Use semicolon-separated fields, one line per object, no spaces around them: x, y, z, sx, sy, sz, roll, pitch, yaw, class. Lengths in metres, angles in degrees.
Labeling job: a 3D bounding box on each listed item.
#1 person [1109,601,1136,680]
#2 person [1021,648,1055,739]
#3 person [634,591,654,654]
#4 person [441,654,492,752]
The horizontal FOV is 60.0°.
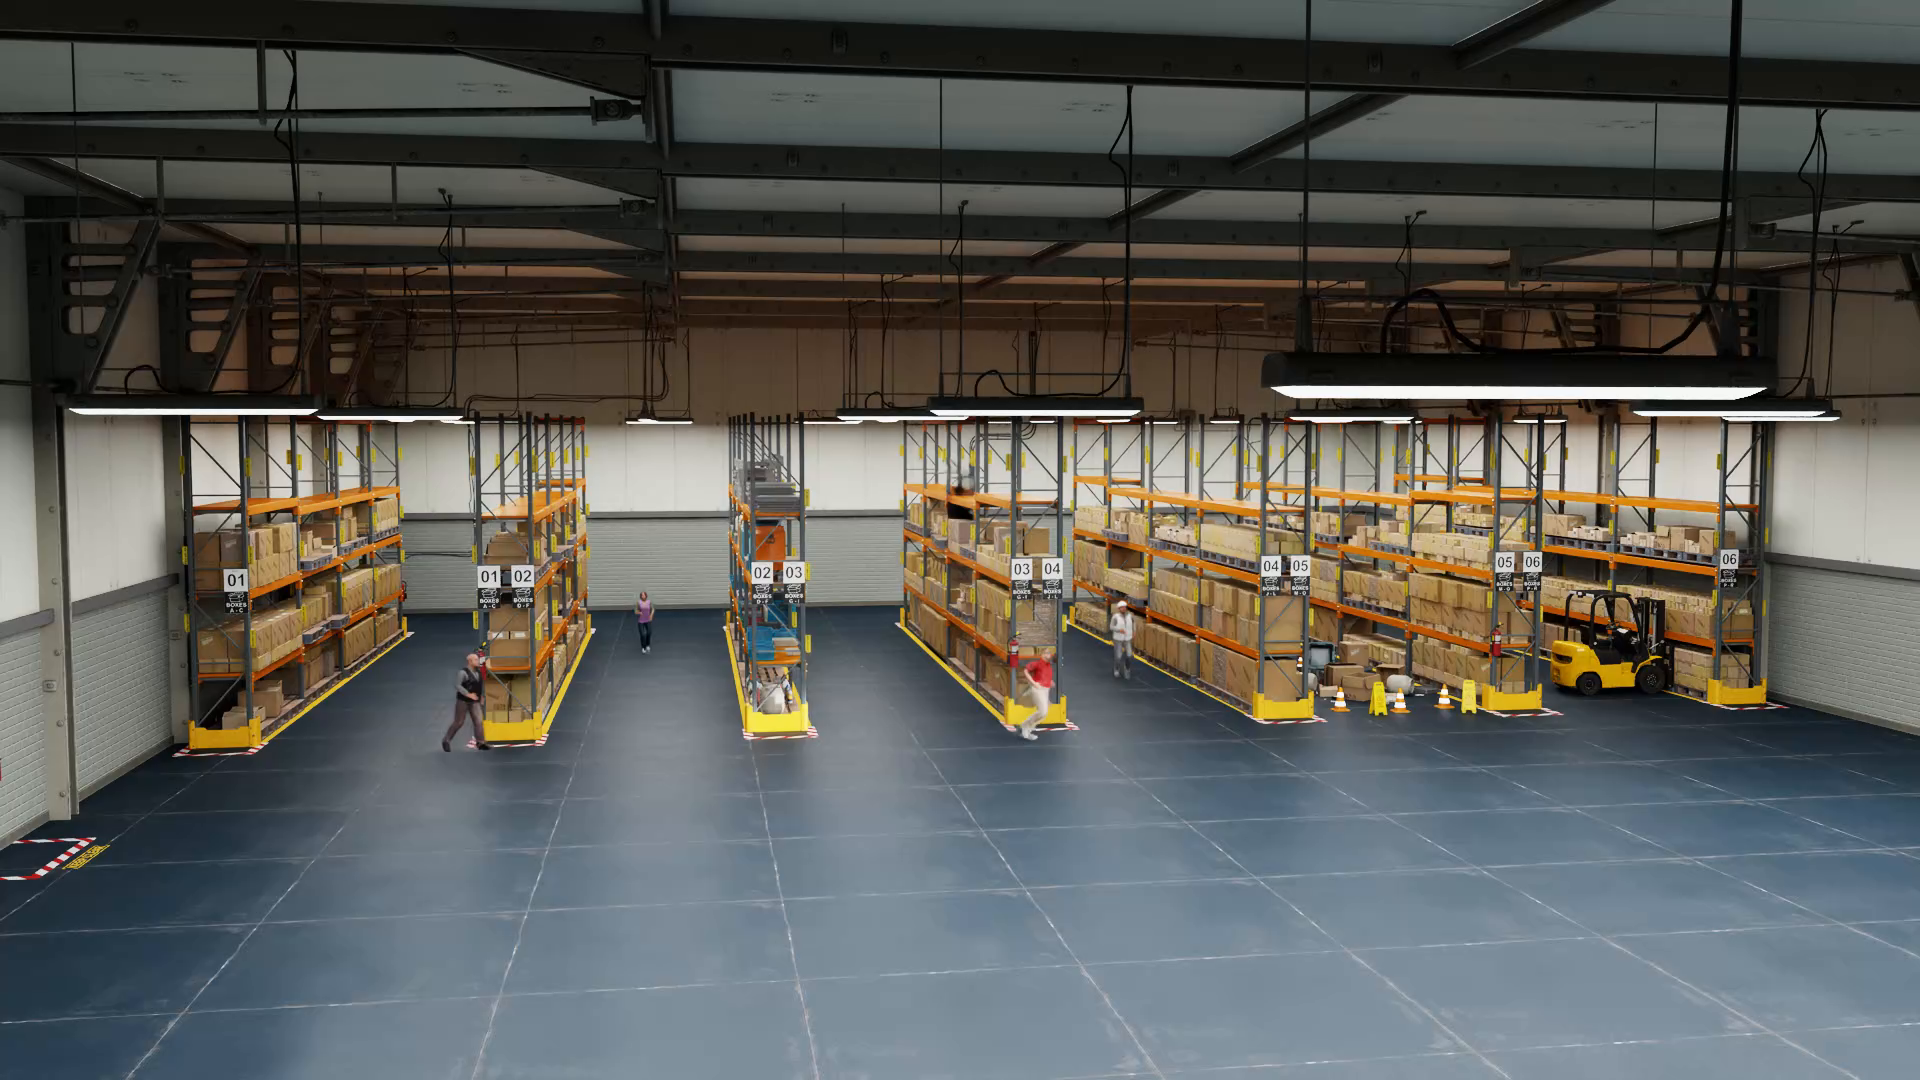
3.712;2.291;37.777;0.672;1.832;0.731;-1;4;-11;person
1.482;2.812;30.560;0.574;1.643;0.738;2;5;32;person
-7.935;2.079;41.880;0.518;1.582;0.615;-1;4;-16;person
-8.569;2.850;29.180;0.984;1.693;0.699;2;4;29;person
